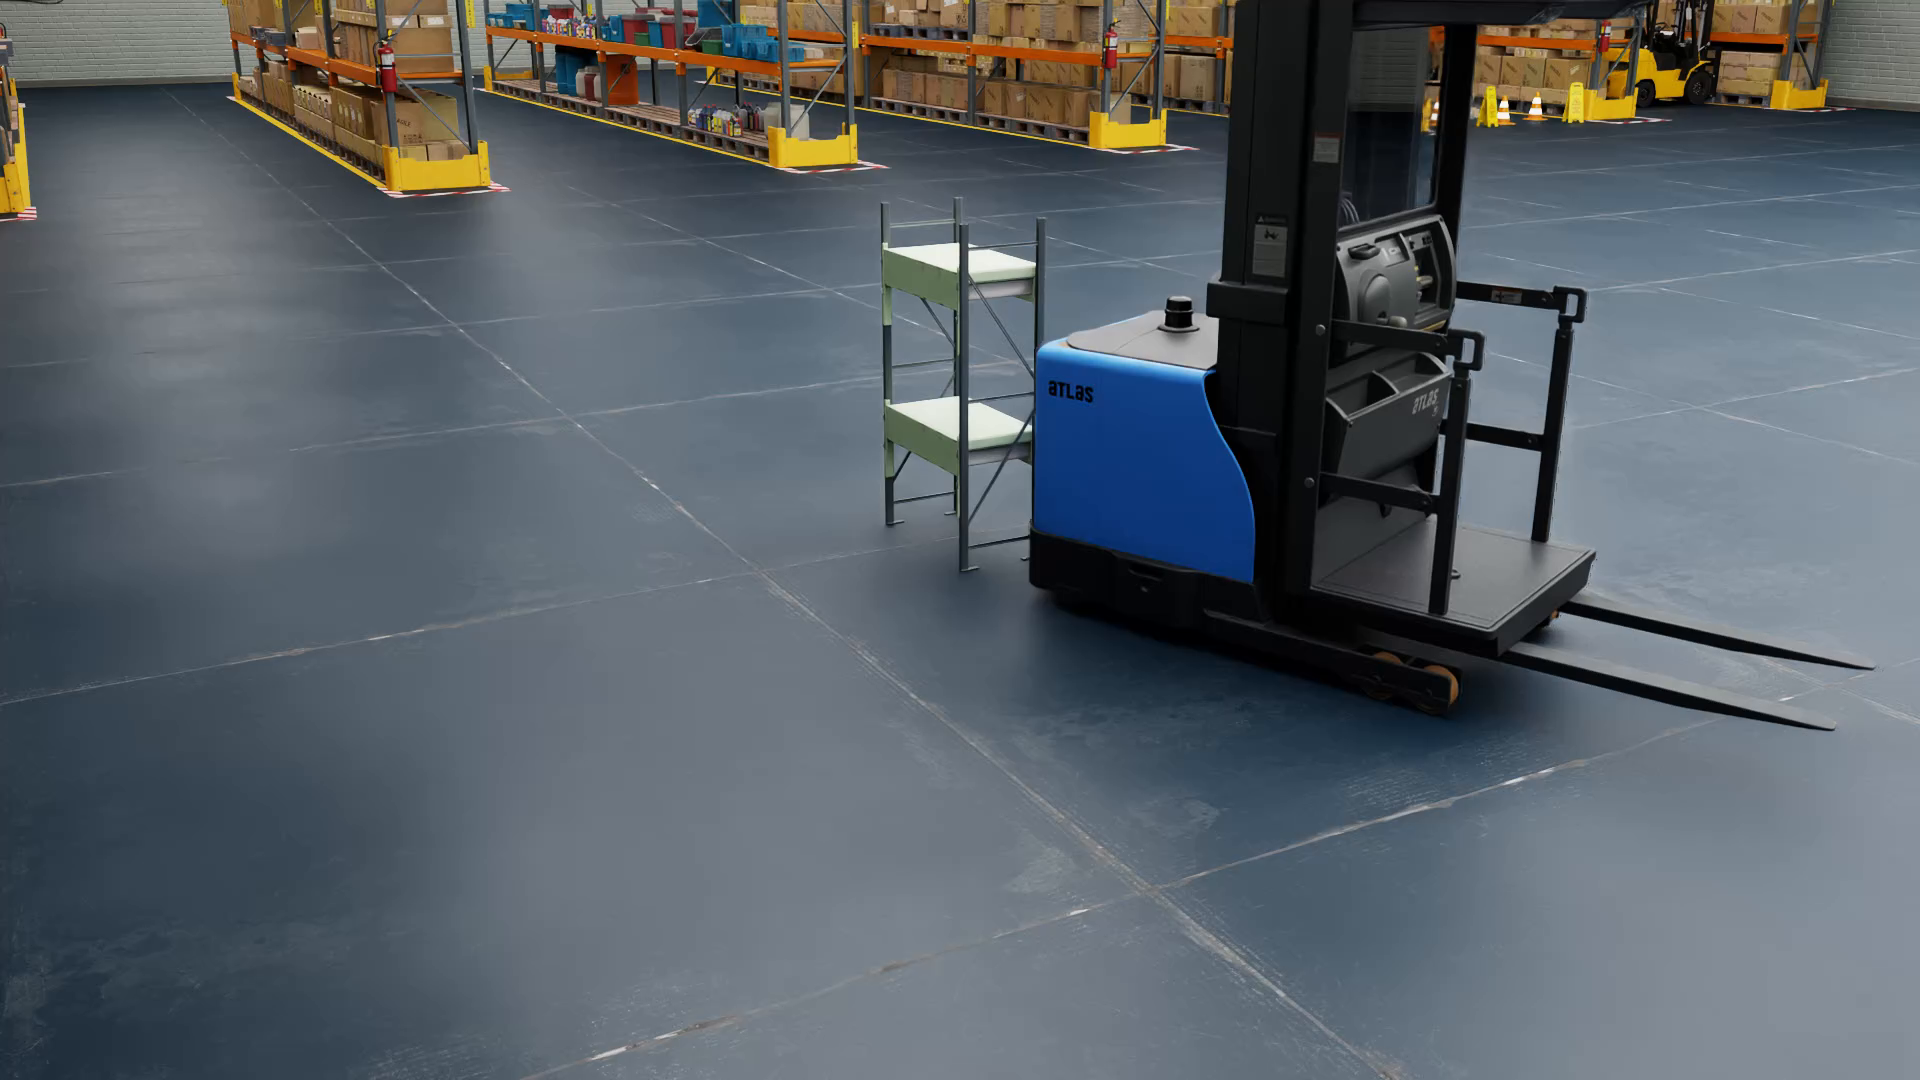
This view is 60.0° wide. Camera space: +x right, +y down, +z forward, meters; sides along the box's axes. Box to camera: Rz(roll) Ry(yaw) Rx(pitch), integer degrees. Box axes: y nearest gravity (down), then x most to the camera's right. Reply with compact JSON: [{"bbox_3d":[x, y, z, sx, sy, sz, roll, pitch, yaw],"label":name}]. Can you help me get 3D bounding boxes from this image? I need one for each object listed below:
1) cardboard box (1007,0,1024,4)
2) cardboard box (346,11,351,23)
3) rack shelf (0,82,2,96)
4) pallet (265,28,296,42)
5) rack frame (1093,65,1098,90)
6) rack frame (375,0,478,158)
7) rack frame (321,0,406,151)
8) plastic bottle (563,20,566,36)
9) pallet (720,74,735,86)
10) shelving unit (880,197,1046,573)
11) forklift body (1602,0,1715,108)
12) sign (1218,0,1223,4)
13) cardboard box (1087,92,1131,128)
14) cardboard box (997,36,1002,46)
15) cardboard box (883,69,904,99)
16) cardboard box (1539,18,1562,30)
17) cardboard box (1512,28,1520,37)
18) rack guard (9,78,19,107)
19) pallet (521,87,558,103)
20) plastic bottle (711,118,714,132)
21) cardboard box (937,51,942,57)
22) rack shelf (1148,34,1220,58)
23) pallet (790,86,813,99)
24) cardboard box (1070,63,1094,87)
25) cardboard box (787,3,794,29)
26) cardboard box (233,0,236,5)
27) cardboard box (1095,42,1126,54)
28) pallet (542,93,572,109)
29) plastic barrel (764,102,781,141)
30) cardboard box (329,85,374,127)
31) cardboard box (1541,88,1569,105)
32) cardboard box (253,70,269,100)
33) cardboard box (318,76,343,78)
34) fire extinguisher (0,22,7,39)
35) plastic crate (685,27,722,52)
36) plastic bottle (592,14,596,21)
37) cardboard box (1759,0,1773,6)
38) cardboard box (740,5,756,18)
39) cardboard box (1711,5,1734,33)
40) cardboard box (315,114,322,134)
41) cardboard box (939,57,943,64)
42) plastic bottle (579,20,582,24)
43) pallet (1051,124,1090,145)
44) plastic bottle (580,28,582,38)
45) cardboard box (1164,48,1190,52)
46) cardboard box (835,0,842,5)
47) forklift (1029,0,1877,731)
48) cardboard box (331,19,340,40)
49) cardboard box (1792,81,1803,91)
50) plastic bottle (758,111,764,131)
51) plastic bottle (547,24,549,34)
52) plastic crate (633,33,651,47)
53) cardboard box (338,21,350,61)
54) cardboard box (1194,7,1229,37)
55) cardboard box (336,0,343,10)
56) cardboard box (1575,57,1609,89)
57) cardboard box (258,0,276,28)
[{"bbox_3d":[1.057,-8.528,25.606,0.500,0.500,0.500,-10,21,-27],"label":"cardboard box"},{"bbox_3d":[-7.686,-6.744,21.428,0.380,0.149,0.250,-11,22,-28],"label":"cardboard box"},{"bbox_3d":[-11.537,-5.107,18.937,1.077,0.370,4.000,-10,21,-27],"label":"rack shelf"},{"bbox_3d":[-10.956,-8.405,27.685,1.003,0.211,1.213,-10,21,-27],"label":"pallet"},{"bbox_3d":[3.105,-10.211,32.624,1.000,3.000,0.127,-10,21,-27],"label":"rack frame"},{"bbox_3d":[-6.229,-5.642,19.383,1.000,3.000,0.127,-10,21,-27],"label":"rack frame"},{"bbox_3d":[-8.129,-6.790,22.710,1.000,3.000,0.127,-10,21,-27],"label":"rack frame"},{"bbox_3d":[-7.101,-9.230,29.979,0.097,0.271,0.097,0,19,0],"label":"plastic bottle"},{"bbox_3d":[-4.659,-10.232,36.962,1.003,0.211,1.213,-10,21,-27],"label":"pallet"},{"bbox_3d":[0.003,-0.707,7.381,0.431,1.500,0.755,-10,21,-27],"label":"shelving unit"},{"bbox_3d":[13.073,-9.341,31.403,2.313,2.155,1.214,-10,21,-27],"label":"forklift body"},{"bbox_3d":[4.531,-9.486,28.869,0.100,0.325,0.005,-10,21,-27],"label":"sign"},{"bbox_3d":[2.209,-6.374,24.693,0.500,0.500,0.500,-6,20,-17],"label":"cardboard box"},{"bbox_3d":[0.806,-7.885,26.268,0.380,0.149,0.250,-10,21,-27],"label":"cardboard box"},{"bbox_3d":[-0.973,-8.309,30.269,0.700,0.500,0.500,-11,22,-30],"label":"cardboard box"},{"bbox_3d":[10.478,-9.156,28.956,0.500,0.500,0.500,-10,21,-27],"label":"cardboard box"},{"bbox_3d":[10.137,-9.107,29.811,0.380,0.149,0.250,-10,21,-27],"label":"cardboard box"},{"bbox_3d":[-18.196,-8.292,30.894,1.175,0.500,0.348,-10,21,-27],"label":"rack guard"},{"bbox_3d":[-7.950,-8.740,32.635,1.003,0.211,1.213,-10,21,-27],"label":"pallet"},{"bbox_3d":[-3.546,-6.006,24.054,0.097,0.201,0.097,0,19,0],"label":"plastic bottle"},{"bbox_3d":[-0.310,-11.225,38.379,0.380,0.149,0.250,-11,22,-29],"label":"cardboard box"},{"bbox_3d":[4.054,-9.297,31.078,1.077,0.370,4.000,-10,21,-27],"label":"rack shelf"},{"bbox_3d":[-2.775,-9.092,33.656,1.003,0.211,1.213,-10,21,-27],"label":"pallet"},{"bbox_3d":[2.562,-9.376,33.393,0.500,0.500,0.500,-10,21,-27],"label":"cardboard box"},{"bbox_3d":[-3.209,-10.496,33.298,0.500,0.500,0.500,-10,21,-26],"label":"cardboard box"},{"bbox_3d":[-13.360,-10.293,31.177,0.500,0.500,0.500,-10,21,-26],"label":"cardboard box"},{"bbox_3d":[2.174,-7.106,24.012,0.380,0.149,0.250,-10,21,-27],"label":"cardboard box"},{"bbox_3d":[-7.237,-8.307,31.380,1.003,0.211,1.213,-10,21,-27],"label":"pallet"},{"bbox_3d":[-2.486,-5.751,22.870,0.421,0.512,0.421,0,19,0],"label":"plastic barrel"},{"bbox_3d":[-8.184,-5.862,22.442,0.500,0.500,0.500,-10,21,-27],"label":"cardboard box"},{"bbox_3d":[10.580,-7.806,29.226,0.500,0.250,0.500,-10,21,-27],"label":"cardboard box"},{"bbox_3d":[-12.448,-8.232,30.048,0.500,0.500,0.500,-10,21,-27],"label":"cardboard box"},{"bbox_3d":[-10.733,-7.583,28.165,0.500,0.500,0.500,-11,22,-28],"label":"cardboard box"},{"bbox_3d":[-17.850,-9.368,30.873,0.296,0.674,0.183,-10,21,-27],"label":"fire extinguisher"},{"bbox_3d":[-3.631,-7.357,24.448,0.767,0.338,0.504,-10,21,-27],"label":"plastic crate"},{"bbox_3d":[-6.754,-9.563,30.823,0.144,0.351,0.185,-10,21,-27],"label":"plastic bottle"},{"bbox_3d":[15.020,-9.959,30.746,0.380,0.149,0.250,-10,21,-26],"label":"cardboard box"},{"bbox_3d":[-4.376,-11.216,35.312,0.500,0.250,0.500,-10,22,-28],"label":"cardboard box"},{"bbox_3d":[14.632,-9.925,31.643,0.500,0.500,0.500,-10,22,-28],"label":"cardboard box"},{"bbox_3d":[-9.063,-6.055,24.152,0.500,0.250,0.500,-9,21,-25],"label":"cardboard box"},{"bbox_3d":[-0.370,-11.074,38.397,0.380,0.149,0.250,-9,21,-25],"label":"cardboard box"},{"bbox_3d":[-6.738,-9.103,29.592,0.061,0.283,0.133,-10,21,-27],"label":"plastic bottle"},{"bbox_3d":[2.100,-6.117,25.036,1.003,0.211,1.213,-10,21,-27],"label":"pallet"},{"bbox_3d":[-6.614,-8.902,29.137,0.097,0.201,0.097,0,19,0],"label":"plastic bottle"},{"bbox_3d":[5.310,-11.339,39.178,0.875,0.438,0.875,-10,22,-27],"label":"cardboard box"},{"bbox_3d":[-1.948,-10.393,31.461,0.797,0.503,0.637,-9,21,-25],"label":"cardboard box"},{"bbox_3d":[1.759,-0.970,5.948,3.031,2.935,1.130,14,24,36],"label":"forklift"},{"bbox_3d":[-8.729,-7.211,23.778,0.500,0.500,0.500,-8,21,-23],"label":"cardboard box"},{"bbox_3d":[15.517,-8.550,31.382,0.500,0.250,0.500,-10,21,-26],"label":"cardboard box"},{"bbox_3d":[-2.890,-6.141,24.331,0.152,0.276,0.135,-10,21,-26],"label":"plastic bottle"},{"bbox_3d":[-7.634,-9.519,30.923,0.097,0.201,0.097,0,19,0],"label":"plastic bottle"},{"bbox_3d":[-4.843,-7.912,26.287,0.450,0.188,0.662,-10,21,-27],"label":"plastic crate"},{"bbox_3d":[-7.913,-6.711,22.328,0.700,0.500,0.500,-11,22,-28],"label":"cardboard box"},{"bbox_3d":[4.521,-9.218,29.594,0.500,0.500,0.500,-10,21,-27],"label":"cardboard box"},{"bbox_3d":[-7.913,-7.324,22.116,0.700,0.500,0.500,-10,21,-26],"label":"cardboard box"},{"bbox_3d":[11.061,-8.244,29.347,0.500,0.500,0.500,-11,22,-28],"label":"cardboard box"},{"bbox_3d":[-11.517,-8.974,28.243,0.700,0.500,0.500,-6,20,-18],"label":"cardboard box"}]
